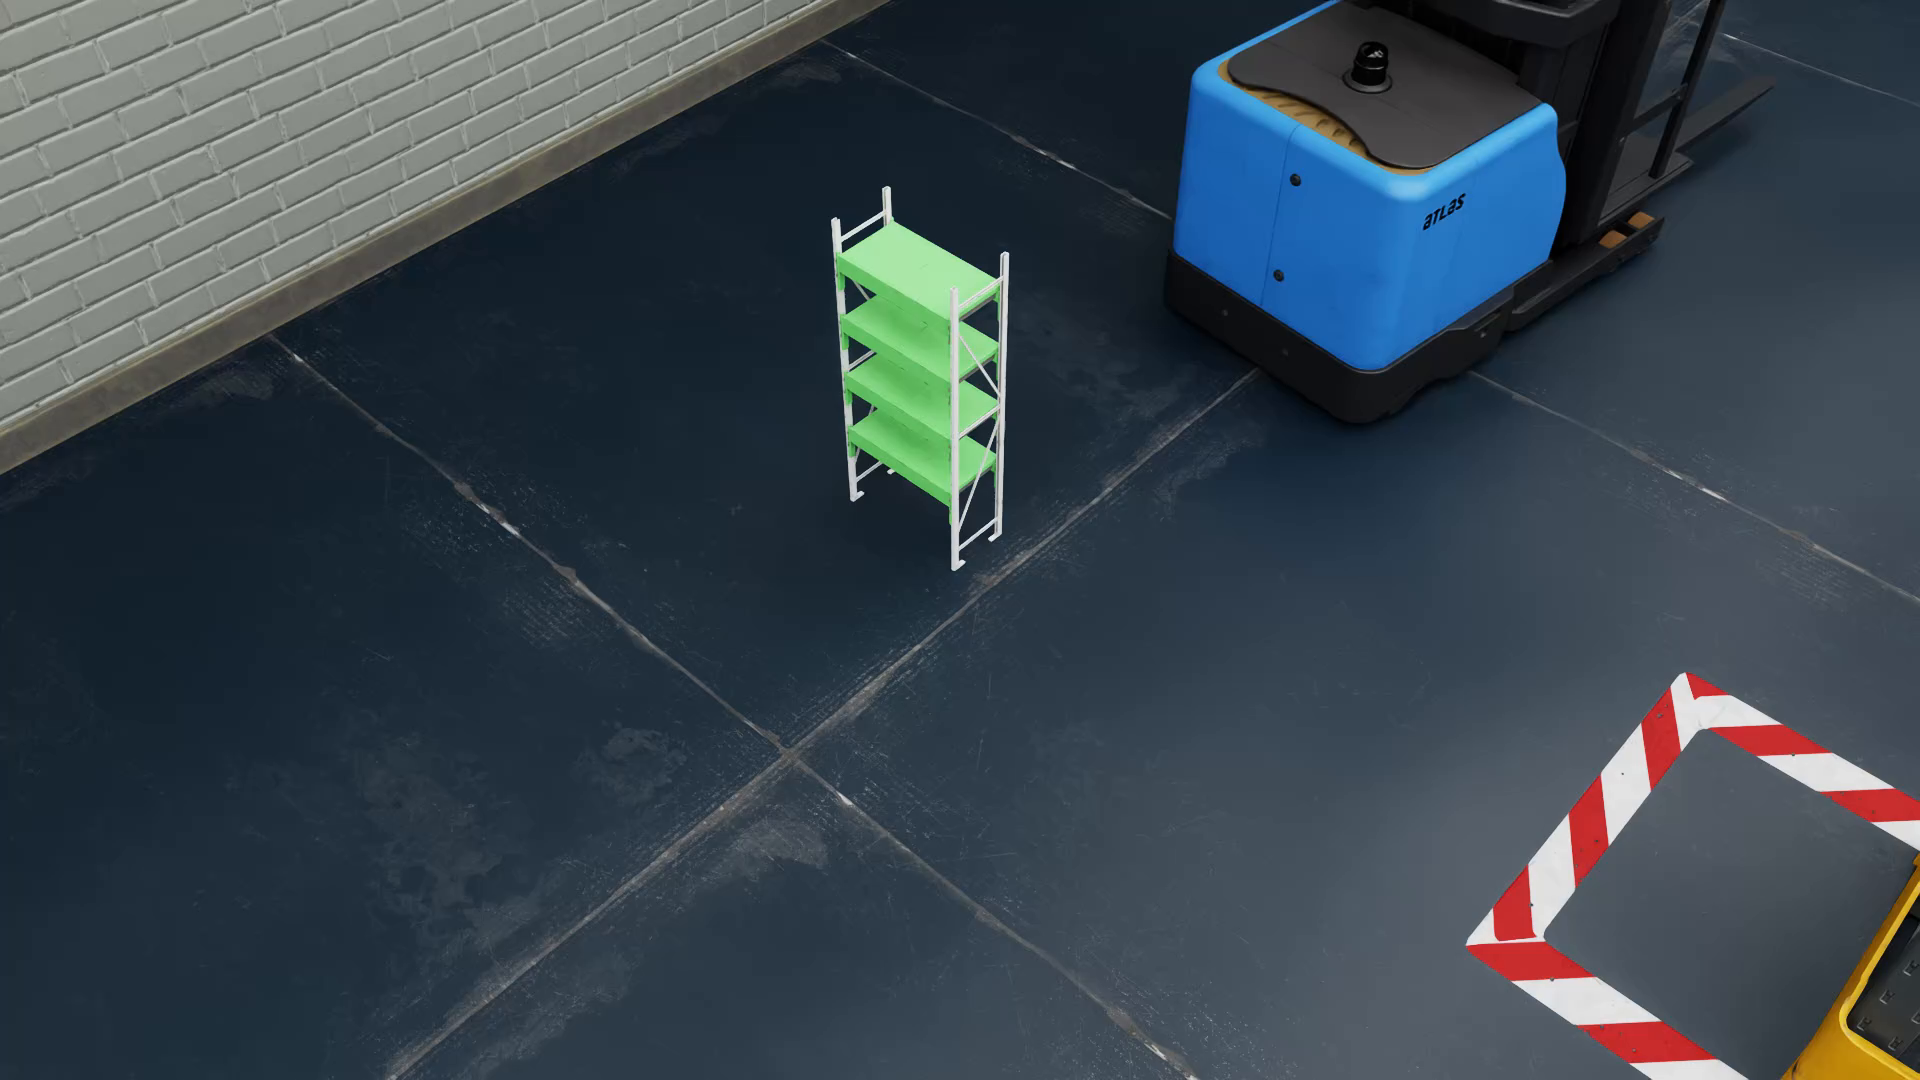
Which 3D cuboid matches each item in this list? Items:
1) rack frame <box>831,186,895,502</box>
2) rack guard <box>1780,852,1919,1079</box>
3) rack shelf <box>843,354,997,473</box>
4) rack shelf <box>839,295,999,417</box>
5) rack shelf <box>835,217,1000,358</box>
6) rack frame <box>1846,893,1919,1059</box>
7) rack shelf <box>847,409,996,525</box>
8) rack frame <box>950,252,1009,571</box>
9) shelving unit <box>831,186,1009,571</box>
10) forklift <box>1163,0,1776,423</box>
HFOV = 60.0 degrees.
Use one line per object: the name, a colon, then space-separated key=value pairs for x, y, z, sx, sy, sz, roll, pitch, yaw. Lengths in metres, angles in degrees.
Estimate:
rack frame: x=-0.301 y=-0.613 z=5.503 sx=0.015 sy=1.200 sz=0.240 roll=34 pitch=55 yaw=28
rack guard: x=2.601 y=1.107 z=4.368 sx=0.348 sy=0.500 sz=1.175 roll=34 pitch=55 yaw=28
rack shelf: x=-0.122 y=-0.449 z=5.436 sx=0.480 sy=0.148 sz=0.258 roll=34 pitch=55 yaw=28
rack shelf: x=-0.122 y=-0.613 z=5.261 sx=0.480 sy=0.148 sz=0.258 roll=34 pitch=55 yaw=28
rack shelf: x=-0.122 y=-0.777 z=5.086 sx=0.480 sy=0.148 sz=0.258 roll=34 pitch=55 yaw=28
rack frame: x=2.542 y=0.216 z=3.490 sx=0.053 sy=2.616 sz=0.949 roll=34 pitch=55 yaw=28
rack shelf: x=-0.122 y=-0.285 z=5.611 sx=0.480 sy=0.148 sz=0.258 roll=34 pitch=55 yaw=28
rack frame: x=0.058 y=-0.372 z=5.276 sx=0.015 sy=1.200 sz=0.240 roll=34 pitch=55 yaw=28
shelving unit: x=-0.122 y=-0.493 z=5.389 sx=0.503 sy=1.200 sz=0.258 roll=34 pitch=55 yaw=28
forklift: x=2.248 y=-2.355 z=5.951 sx=3.031 sy=2.935 sz=1.130 roll=-32 pitch=55 yaw=-26
